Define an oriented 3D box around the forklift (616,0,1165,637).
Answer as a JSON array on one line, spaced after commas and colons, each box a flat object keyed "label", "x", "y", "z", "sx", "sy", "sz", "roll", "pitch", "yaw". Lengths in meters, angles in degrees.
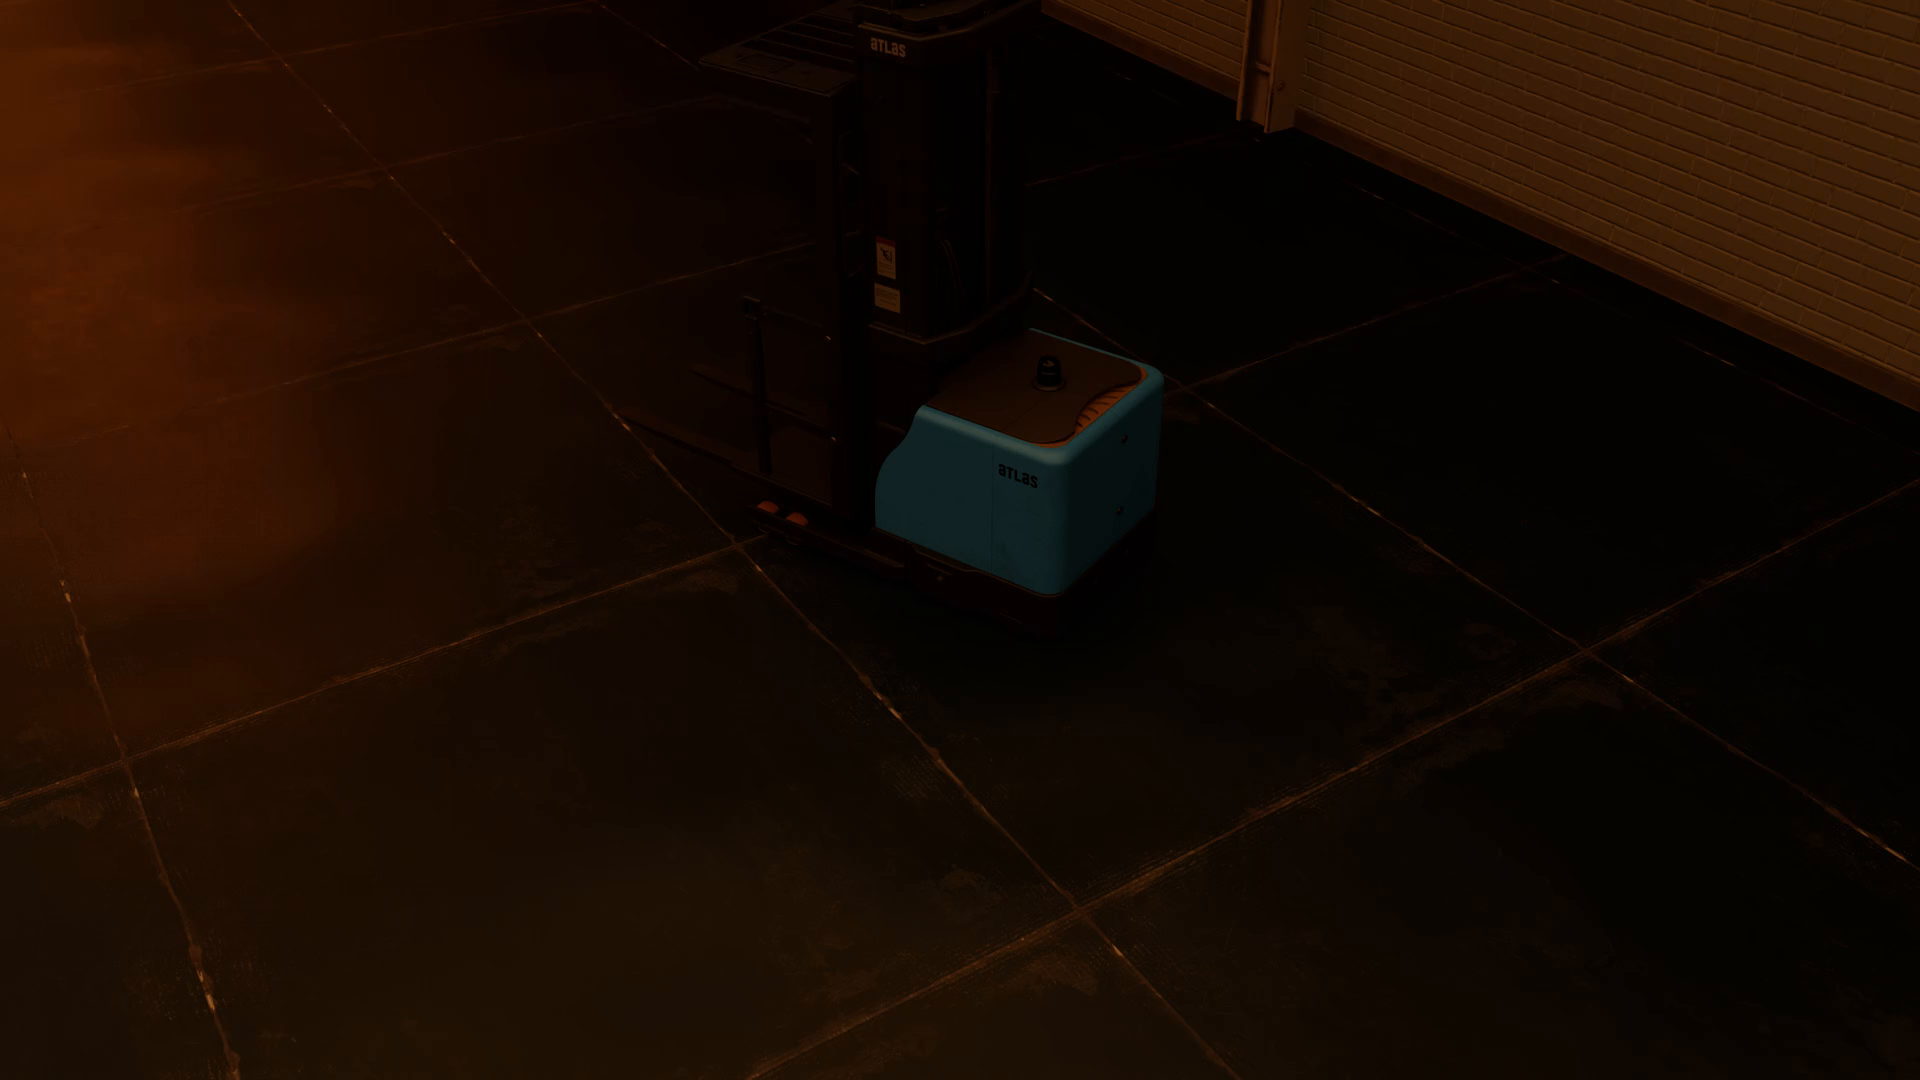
[{"label": "forklift", "x": -0.500, "y": -1.399, "z": 8.138, "sx": 3.031, "sy": 2.935, "sz": 1.130, "roll": 22, "pitch": 41, "yaw": 28}]
